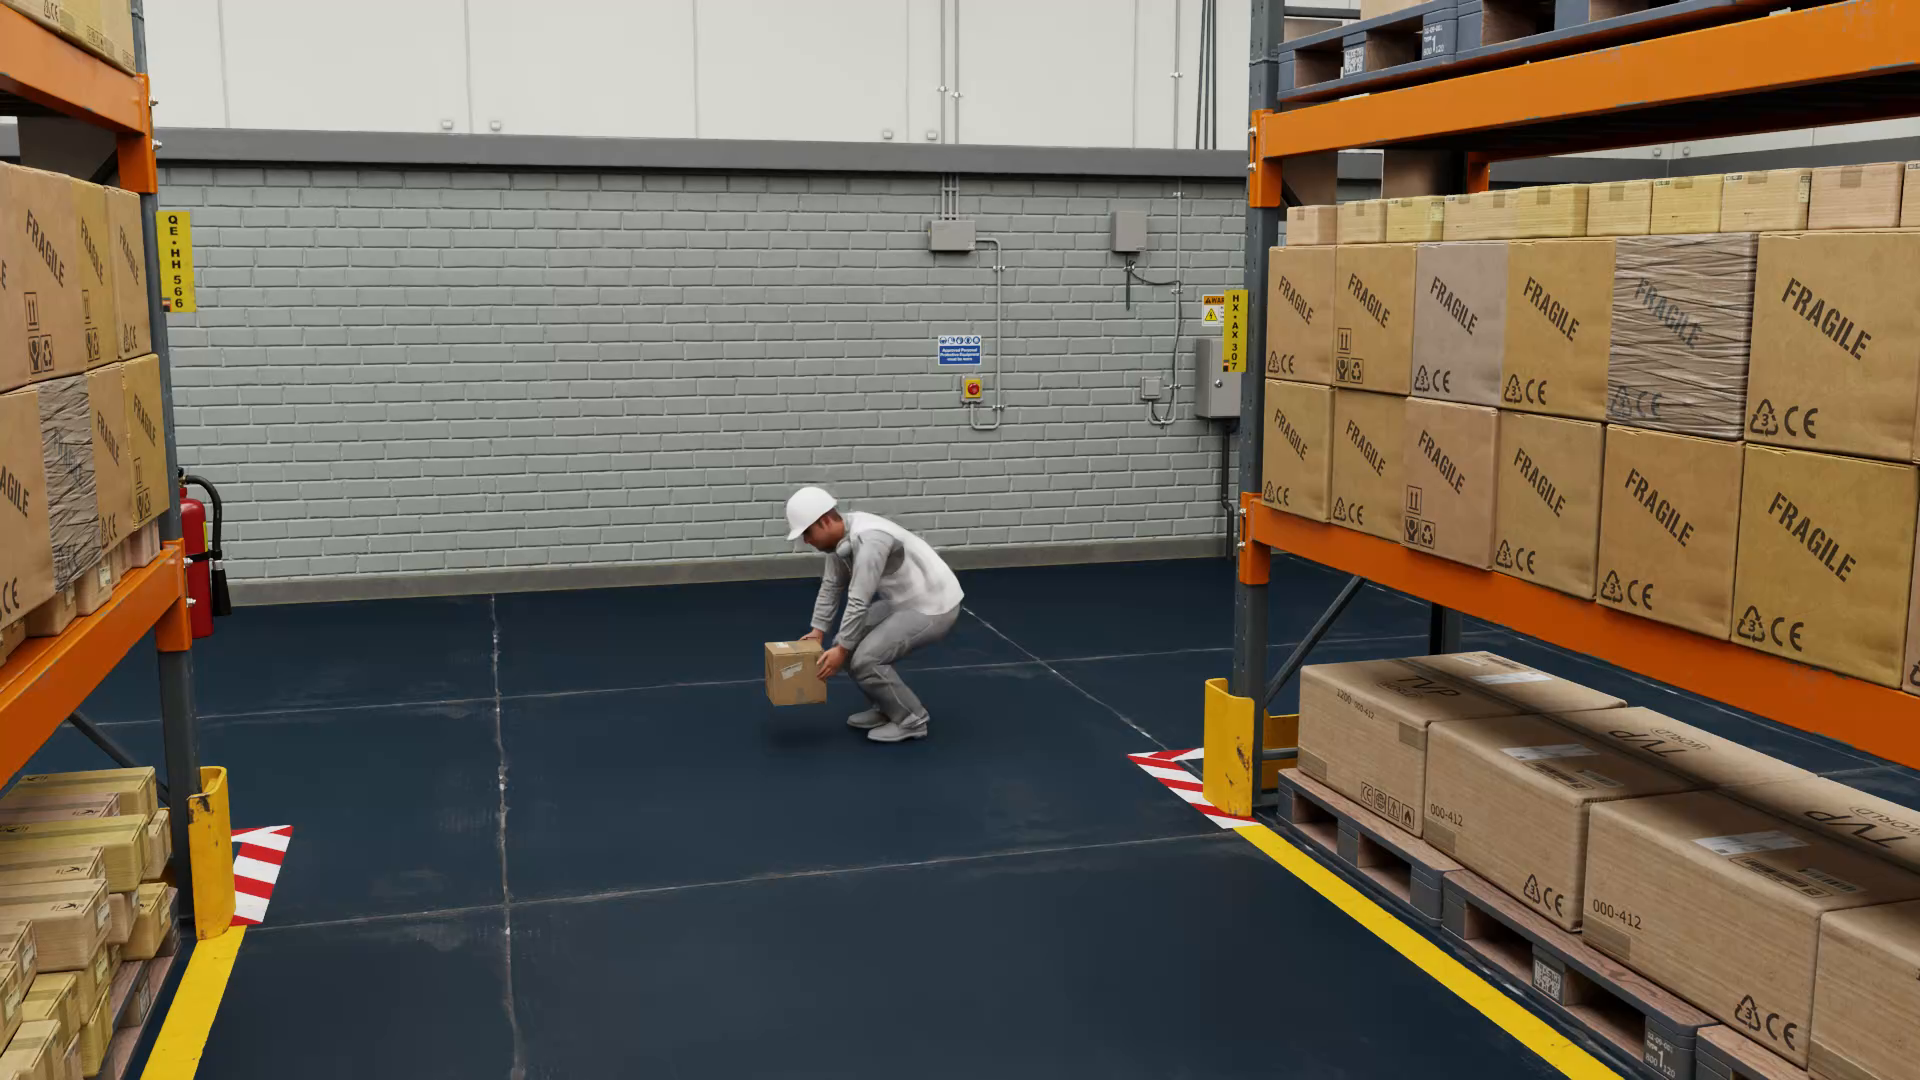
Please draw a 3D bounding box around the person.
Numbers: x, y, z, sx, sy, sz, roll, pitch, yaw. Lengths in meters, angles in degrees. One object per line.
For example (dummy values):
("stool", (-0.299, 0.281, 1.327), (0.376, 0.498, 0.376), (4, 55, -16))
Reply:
("person", (-0.403, 0.340, 7.921), (0.844, 1.222, 0.575), (-3, 10, -16))
